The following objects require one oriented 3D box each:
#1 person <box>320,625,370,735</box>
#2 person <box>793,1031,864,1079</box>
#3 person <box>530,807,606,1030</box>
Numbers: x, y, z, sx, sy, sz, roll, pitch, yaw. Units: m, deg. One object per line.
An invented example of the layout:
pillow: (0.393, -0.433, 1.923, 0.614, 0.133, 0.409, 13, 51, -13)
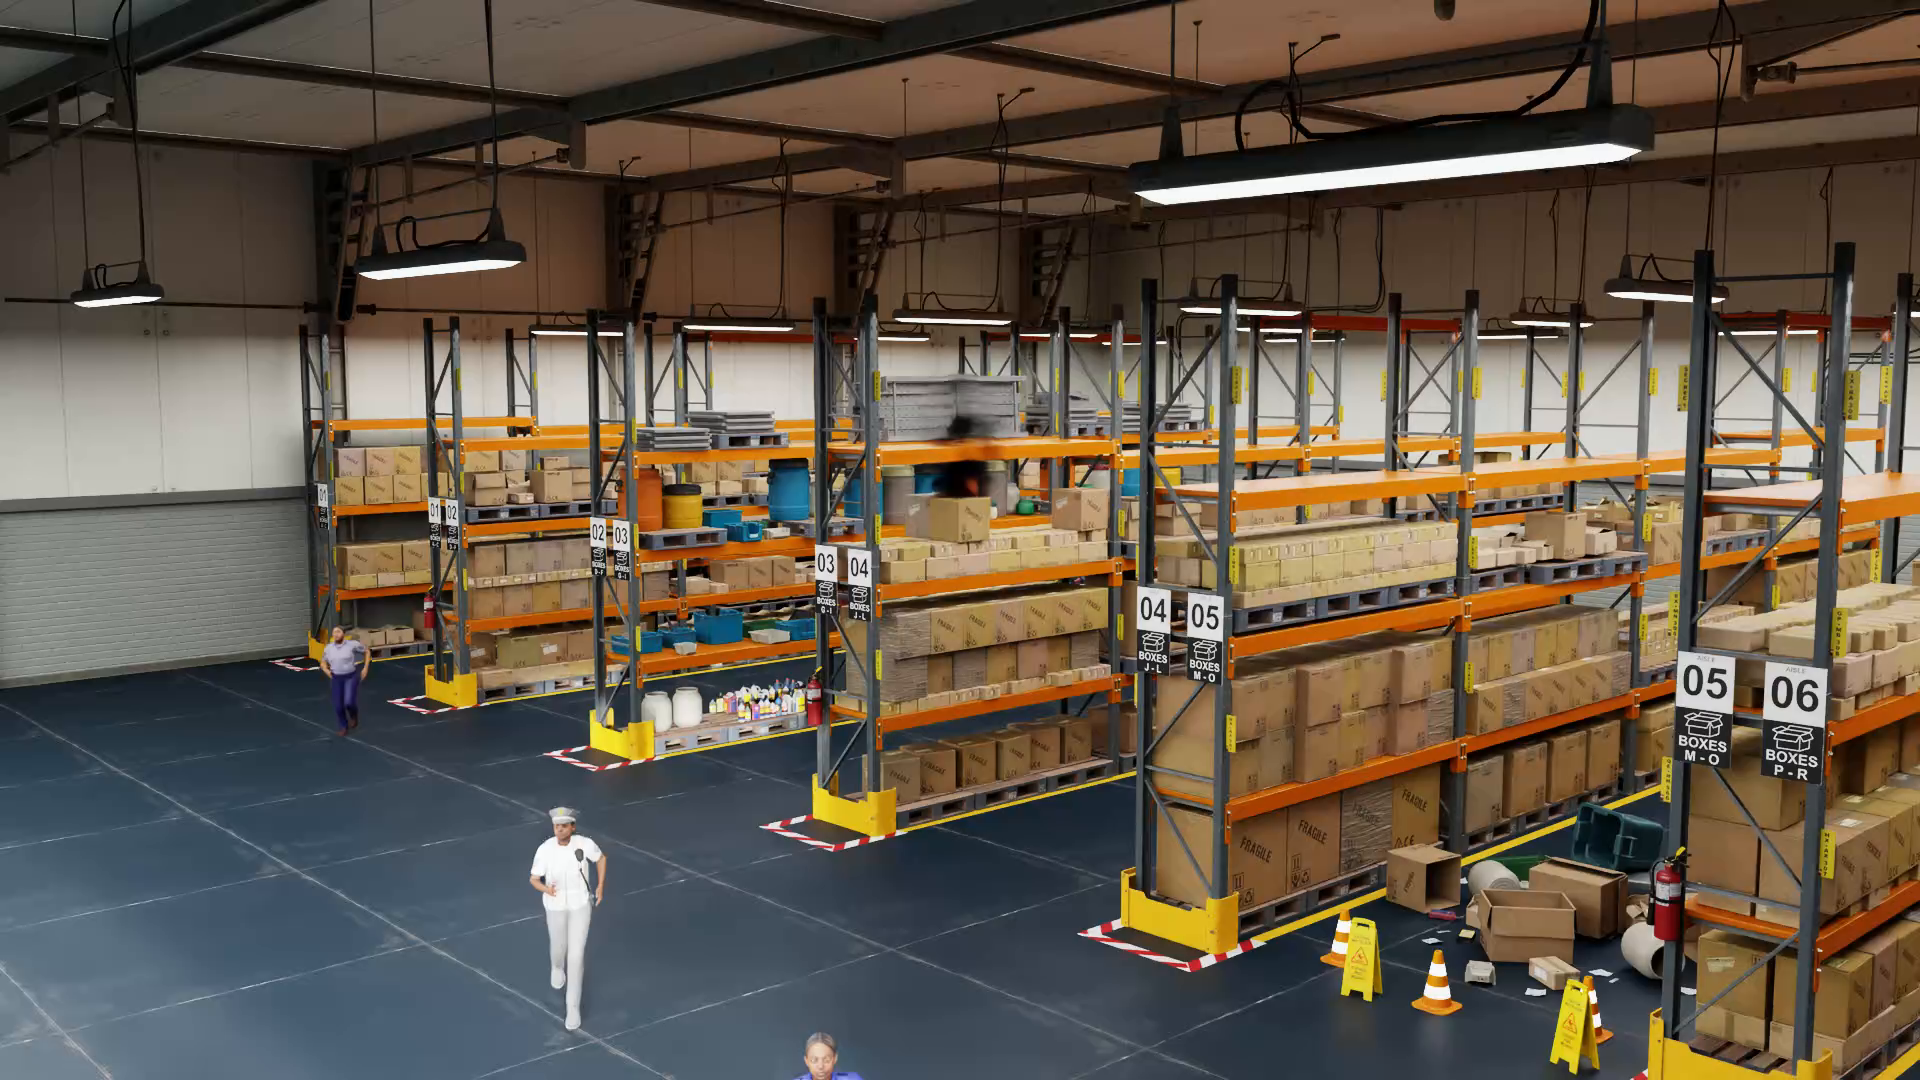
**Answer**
person: (-8.708, 2.002, 23.521, 0.630, 1.591, 0.676, -1, 6, -5)
person: (-0.738, 3.462, 8.900, 0.568, 1.710, 0.739, 0, 6, 1)
person: (-3.164, 2.972, 13.466, 0.588, 1.708, 0.937, -1, 6, -7)
